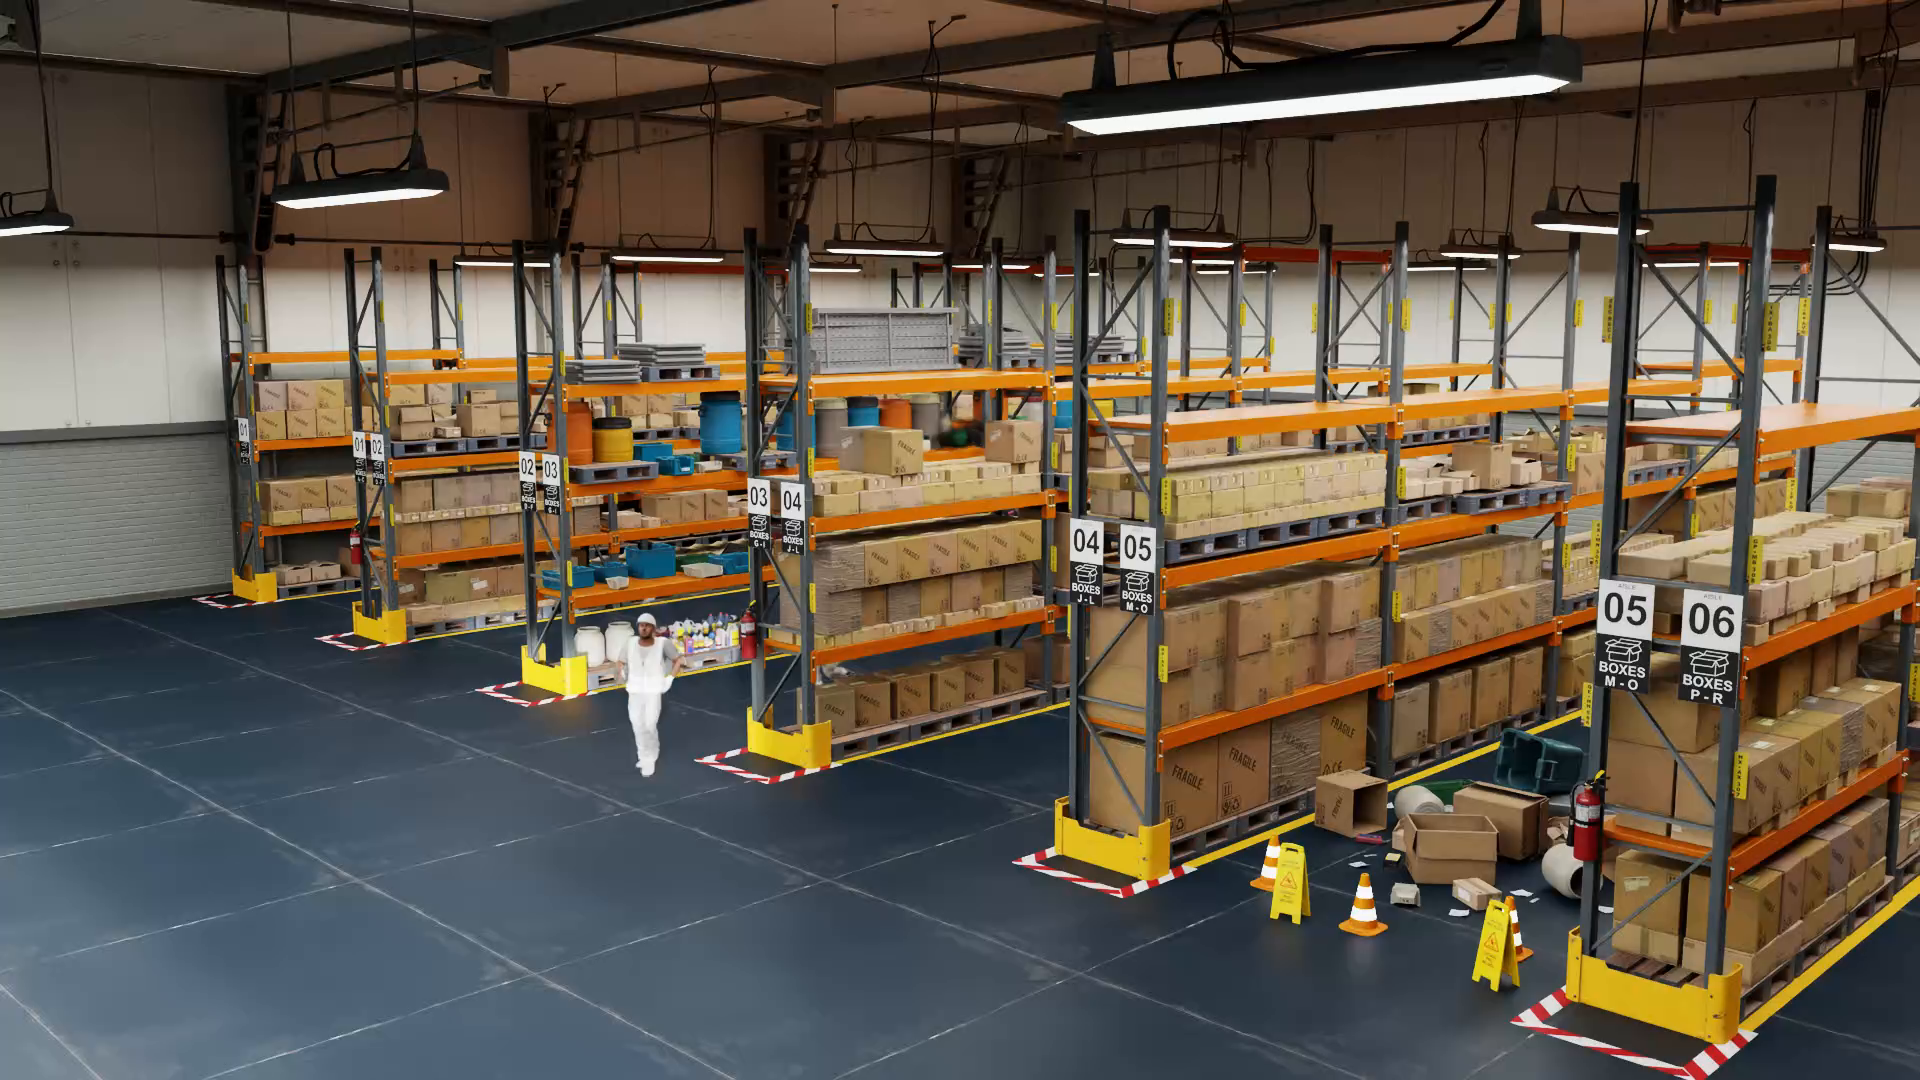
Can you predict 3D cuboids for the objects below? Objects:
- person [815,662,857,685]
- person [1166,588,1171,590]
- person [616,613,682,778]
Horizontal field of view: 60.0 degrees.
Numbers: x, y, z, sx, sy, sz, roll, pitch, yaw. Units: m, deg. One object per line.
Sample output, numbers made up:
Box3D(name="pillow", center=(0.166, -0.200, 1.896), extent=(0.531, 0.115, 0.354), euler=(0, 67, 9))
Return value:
Box3D(name="person", center=(-1.690, 1.288, 21.335), extent=(0.655, 1.777, 0.864), euler=(7, 10, 39))
Box3D(name="person", center=(2.521, 1.455, 20.186), extent=(0.699, 1.760, 0.665), euler=(7, 11, 40))
Box3D(name="person", center=(-3.467, 1.706, 18.313), extent=(0.685, 1.805, 0.627), euler=(1, 8, 9))
